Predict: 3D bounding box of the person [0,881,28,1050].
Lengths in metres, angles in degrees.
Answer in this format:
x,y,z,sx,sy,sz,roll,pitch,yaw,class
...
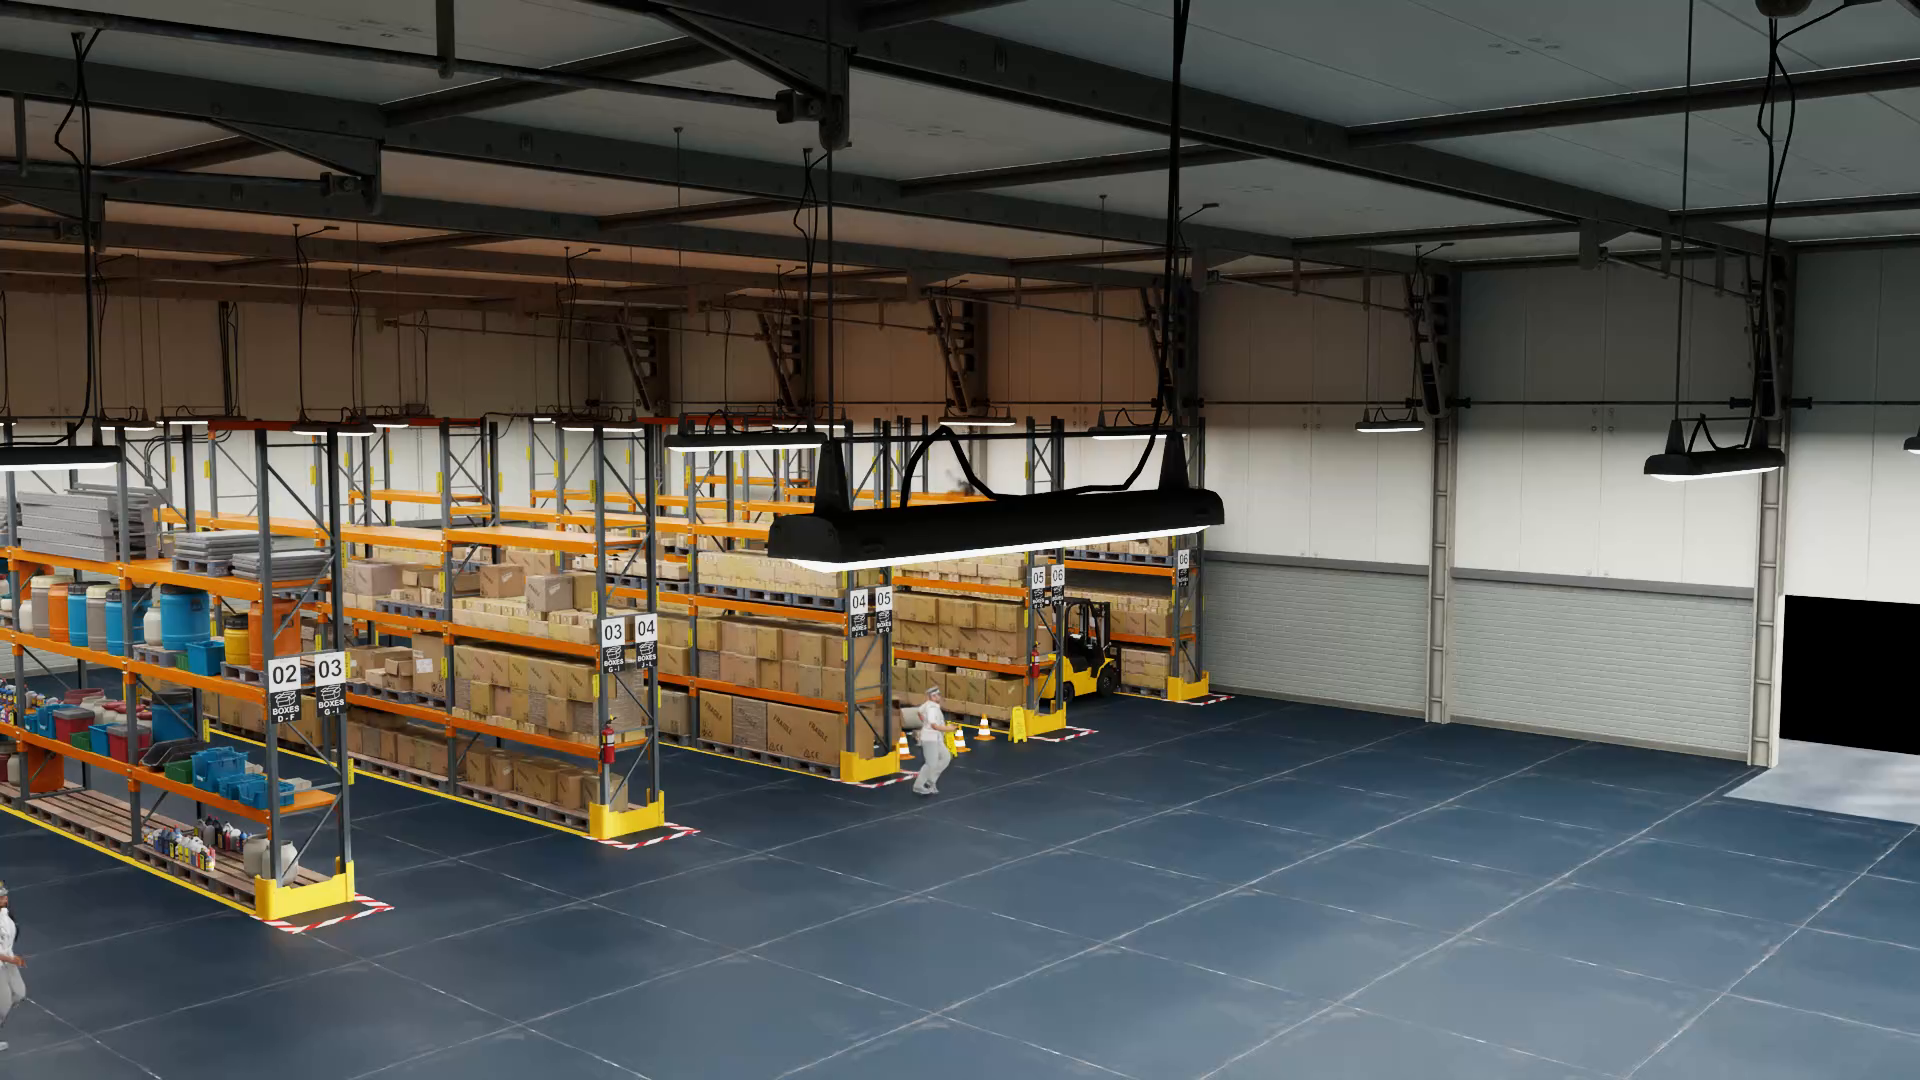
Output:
x,y,z,sx,sy,sz,roll,pitch,yaw,class
-9.451,4.157,16.305,0.635,1.666,0.602,-1,5,-11,person

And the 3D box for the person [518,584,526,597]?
x,y,z,sx,sy,sz,roll,pitch,yaw,class
-11.386,1.874,43.285,1.005,1.715,0.734,-4,6,-40,person

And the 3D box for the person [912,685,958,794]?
x,y,z,sx,sy,sz,roll,pitch,yaw,class
-0.403,3.240,26.838,0.728,1.810,0.688,0,5,0,person
